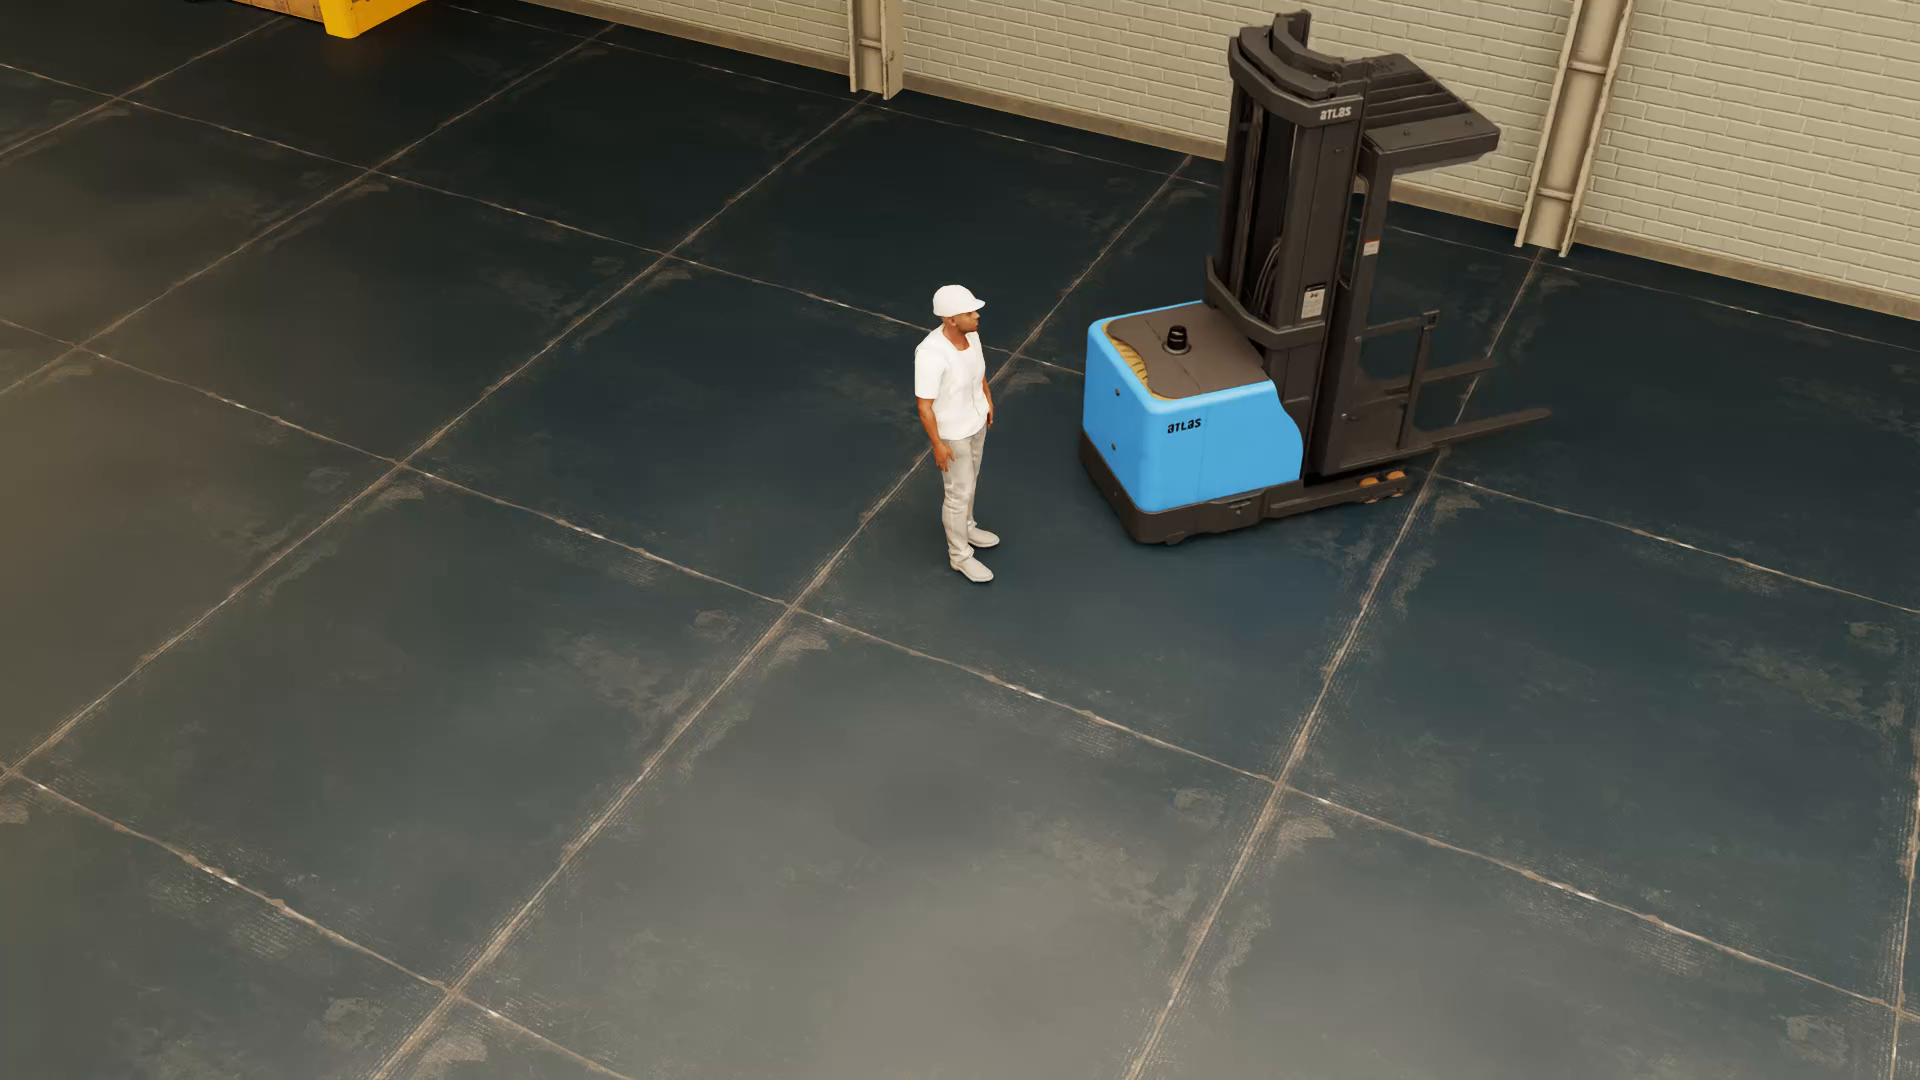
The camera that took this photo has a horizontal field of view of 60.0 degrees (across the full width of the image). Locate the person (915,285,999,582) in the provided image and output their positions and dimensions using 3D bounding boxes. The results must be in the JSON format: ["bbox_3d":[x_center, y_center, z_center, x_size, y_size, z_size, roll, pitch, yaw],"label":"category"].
[{"bbox_3d":[0.060,-0.654,9.662,0.575,1.762,0.664,18,43,21],"label":"person"}]

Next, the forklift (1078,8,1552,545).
[{"bbox_3d":[2.344,-1.663,9.962,3.031,2.935,1.130,-13,42,-15],"label":"forklift"}]
